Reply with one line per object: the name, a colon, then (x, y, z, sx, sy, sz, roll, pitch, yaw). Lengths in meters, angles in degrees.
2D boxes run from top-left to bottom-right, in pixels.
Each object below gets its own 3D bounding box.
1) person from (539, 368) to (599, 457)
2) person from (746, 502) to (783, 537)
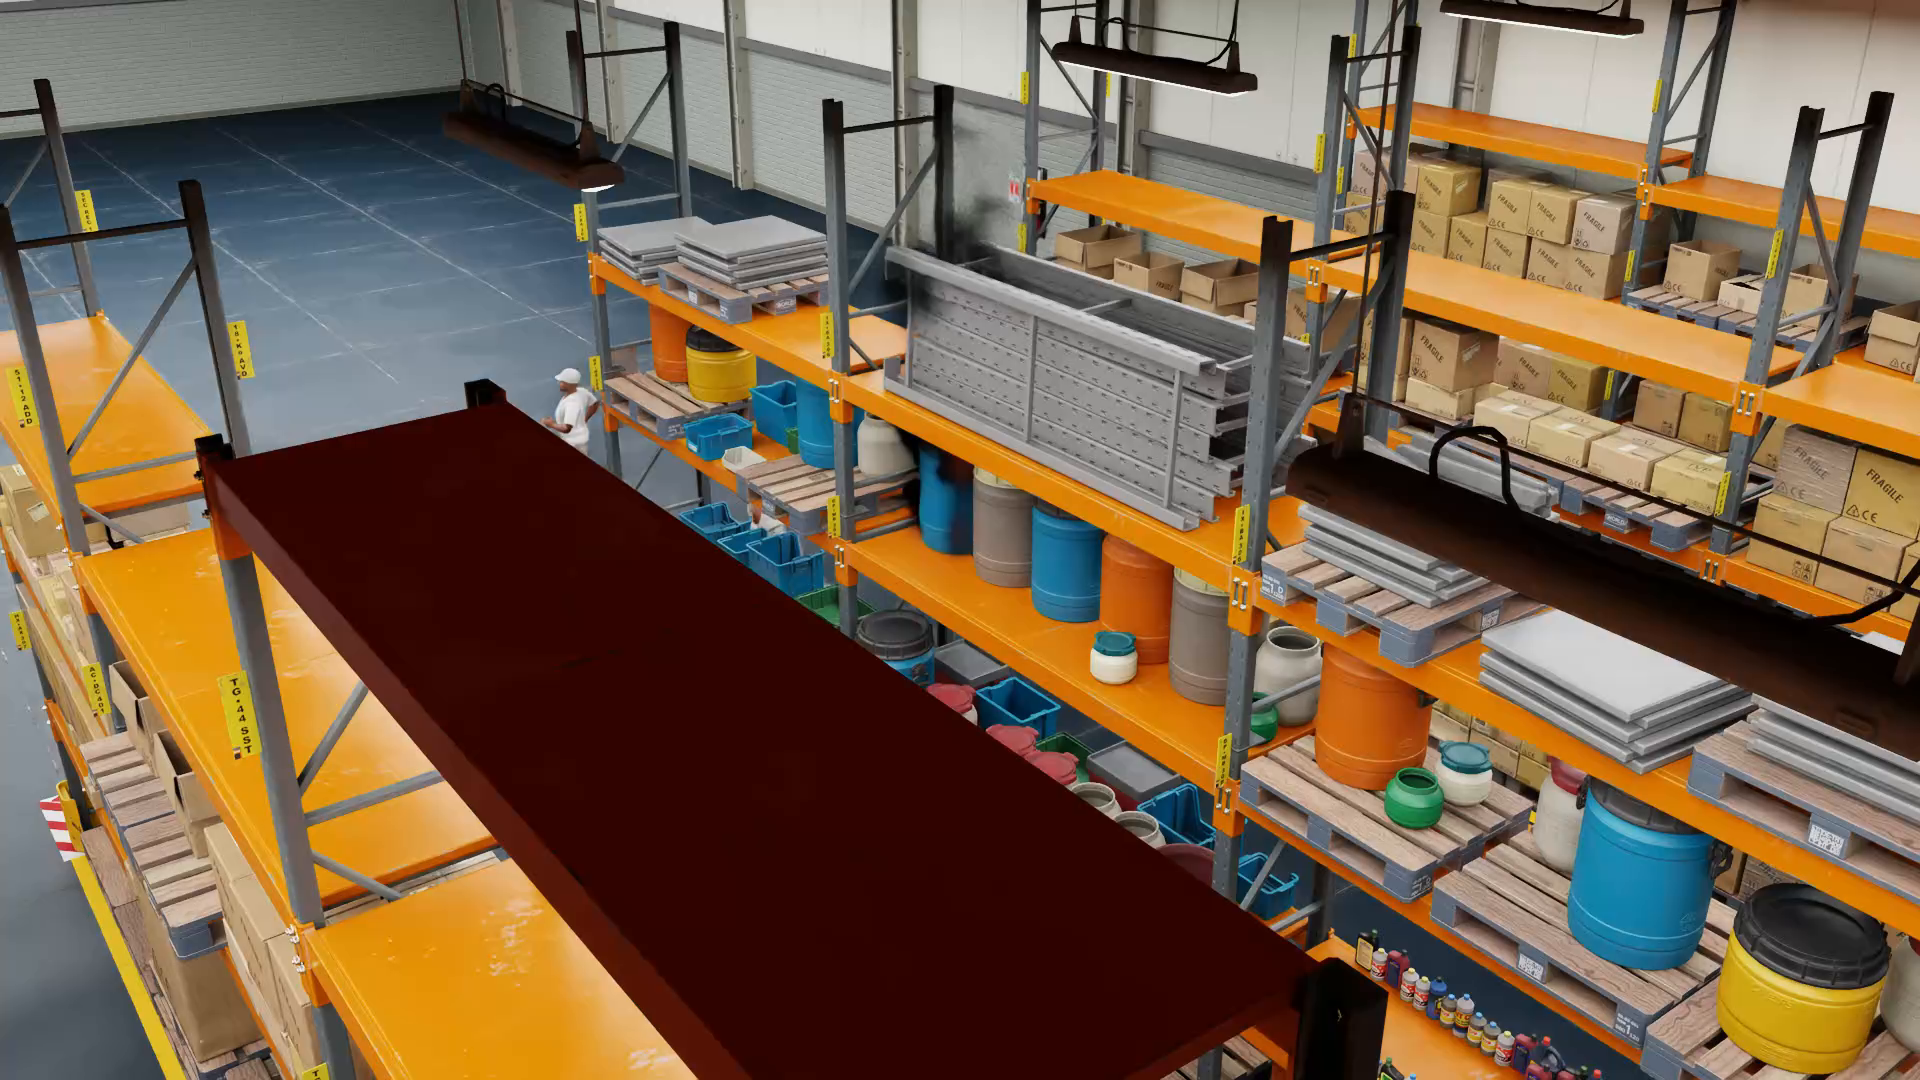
person: (-4.474, -1.152, 19.299, 0.966, 1.759, 0.705, -3, 25, -7)
person: (-1.981, -0.137, 17.153, 0.937, 1.808, 0.663, 20, 31, 36)
